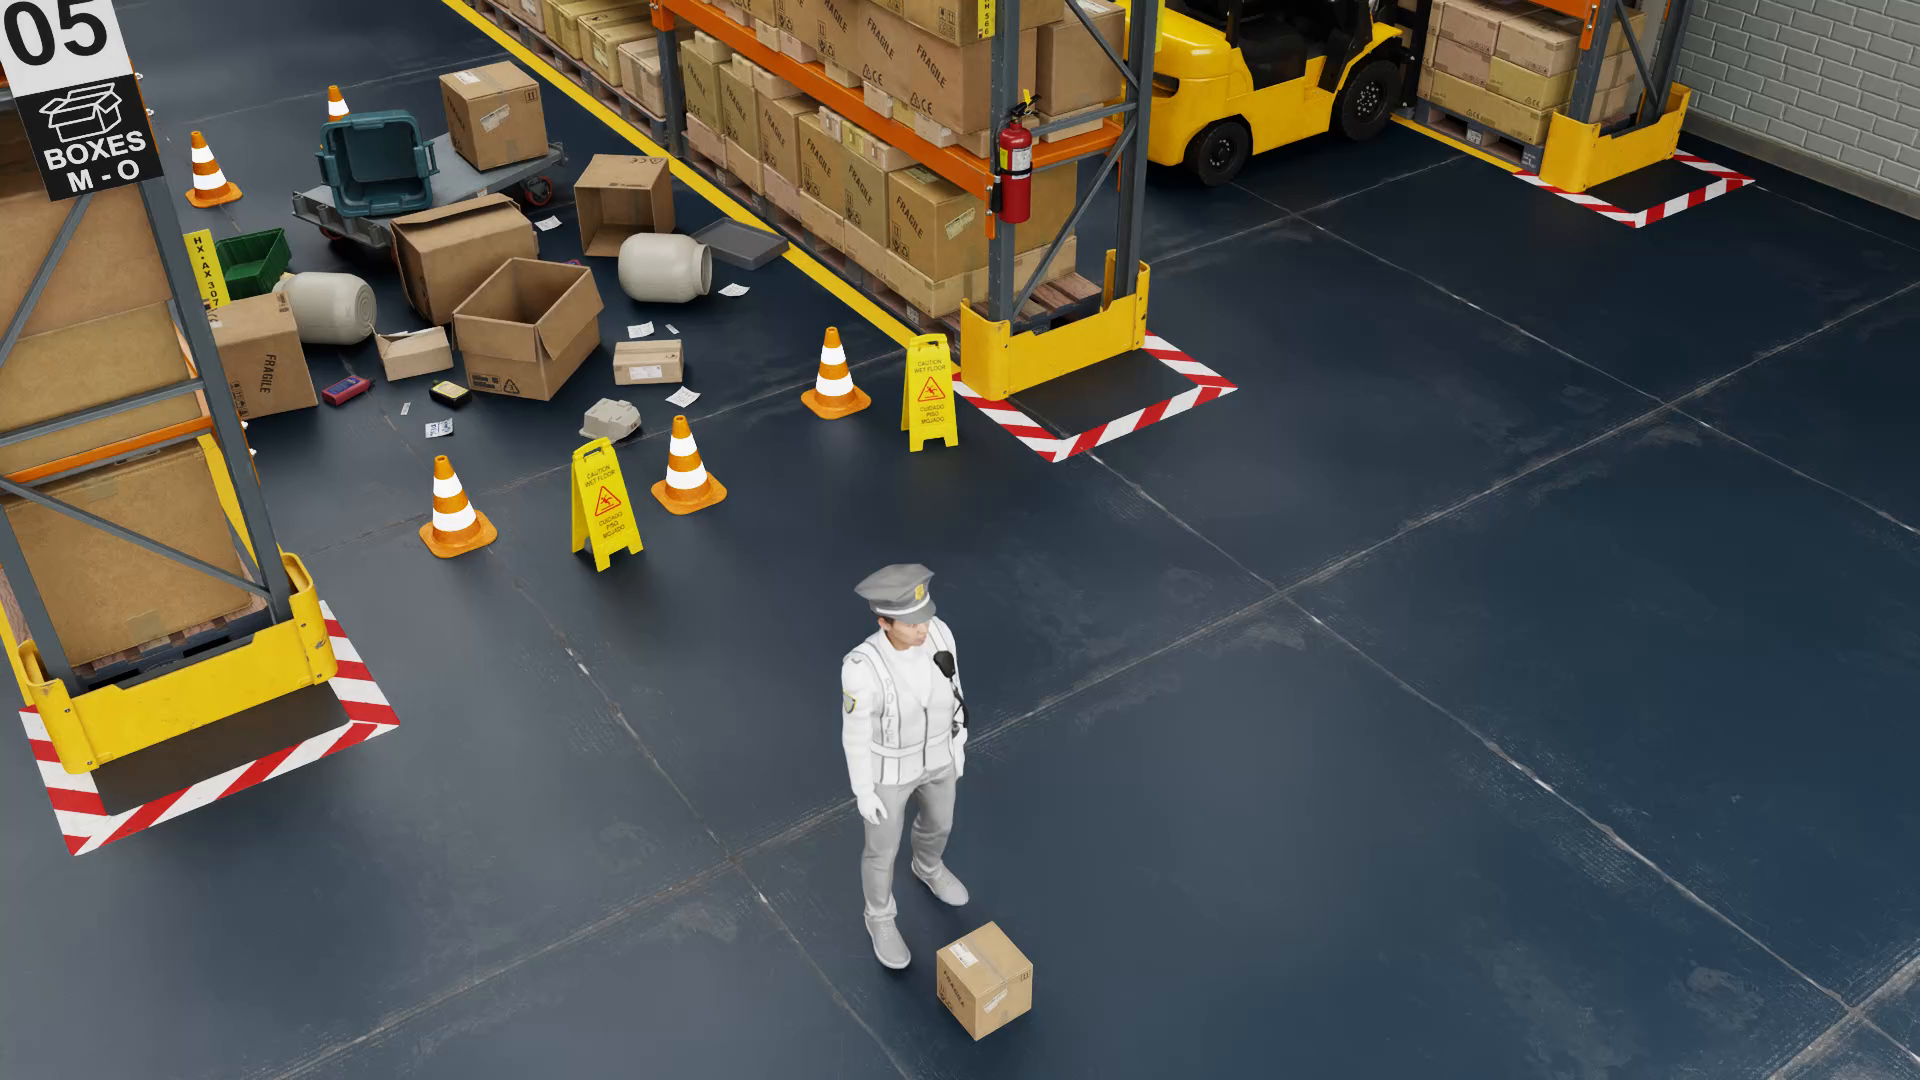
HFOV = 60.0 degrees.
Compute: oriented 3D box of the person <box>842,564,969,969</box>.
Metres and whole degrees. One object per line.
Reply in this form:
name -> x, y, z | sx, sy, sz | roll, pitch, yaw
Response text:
person -> -0.184, 0.798, 5.936 | 0.510, 1.740, 0.399 | -22, 42, -27
